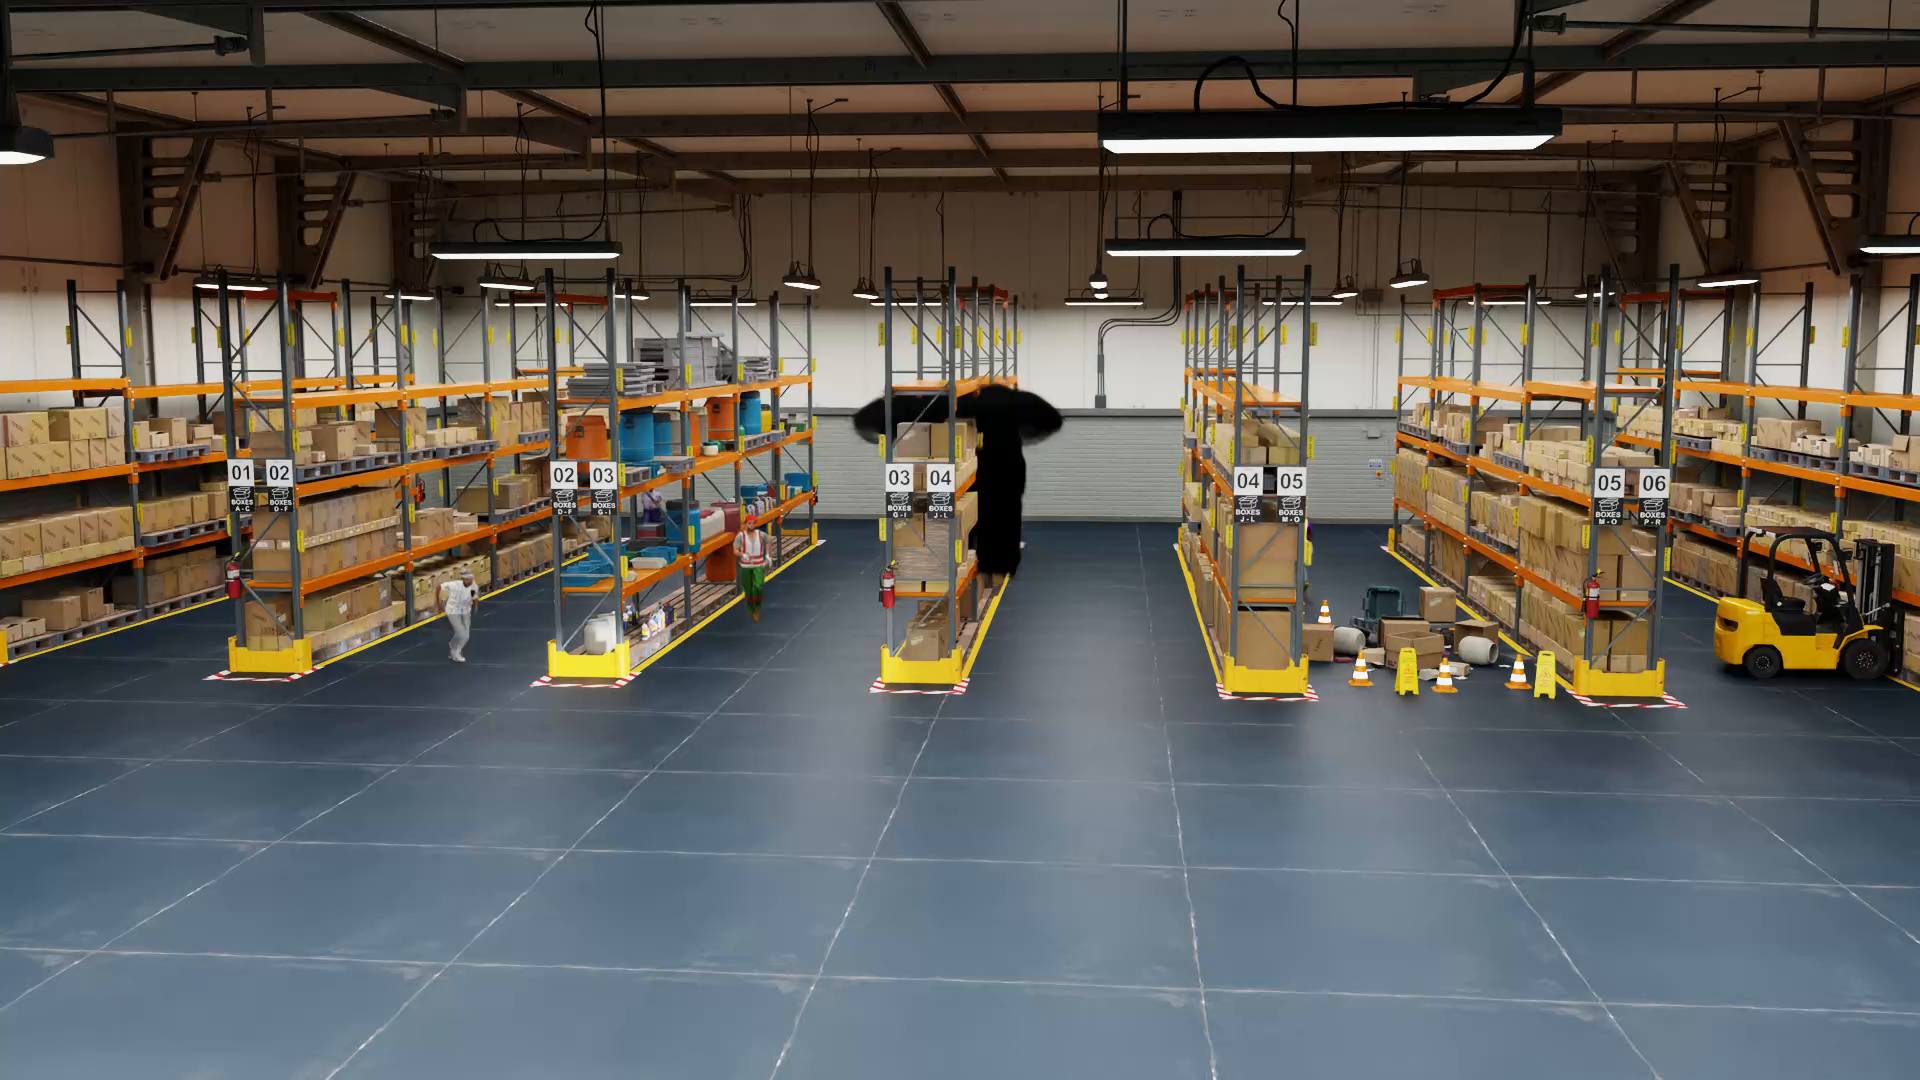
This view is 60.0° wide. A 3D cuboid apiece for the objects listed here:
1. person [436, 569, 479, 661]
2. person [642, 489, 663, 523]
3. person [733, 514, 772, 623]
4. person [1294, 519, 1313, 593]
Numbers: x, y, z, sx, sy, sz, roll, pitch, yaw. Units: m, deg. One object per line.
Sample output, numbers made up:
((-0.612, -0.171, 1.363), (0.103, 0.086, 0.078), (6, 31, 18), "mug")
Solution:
((-7.707, 1.167, 25.534), (0.612, 1.493, 0.856), (-6, 9, -41), "person")
((-7.323, -0.598, 39.562), (0.551, 1.657, 0.777), (0, 7, 4), "person")
((-3.457, 0.477, 27.744), (0.636, 1.822, 0.767), (-1, 7, -7), "person")
((6.634, 0.189, 32.641), (0.700, 1.727, 0.894), (-1, 7, -7), "person")
